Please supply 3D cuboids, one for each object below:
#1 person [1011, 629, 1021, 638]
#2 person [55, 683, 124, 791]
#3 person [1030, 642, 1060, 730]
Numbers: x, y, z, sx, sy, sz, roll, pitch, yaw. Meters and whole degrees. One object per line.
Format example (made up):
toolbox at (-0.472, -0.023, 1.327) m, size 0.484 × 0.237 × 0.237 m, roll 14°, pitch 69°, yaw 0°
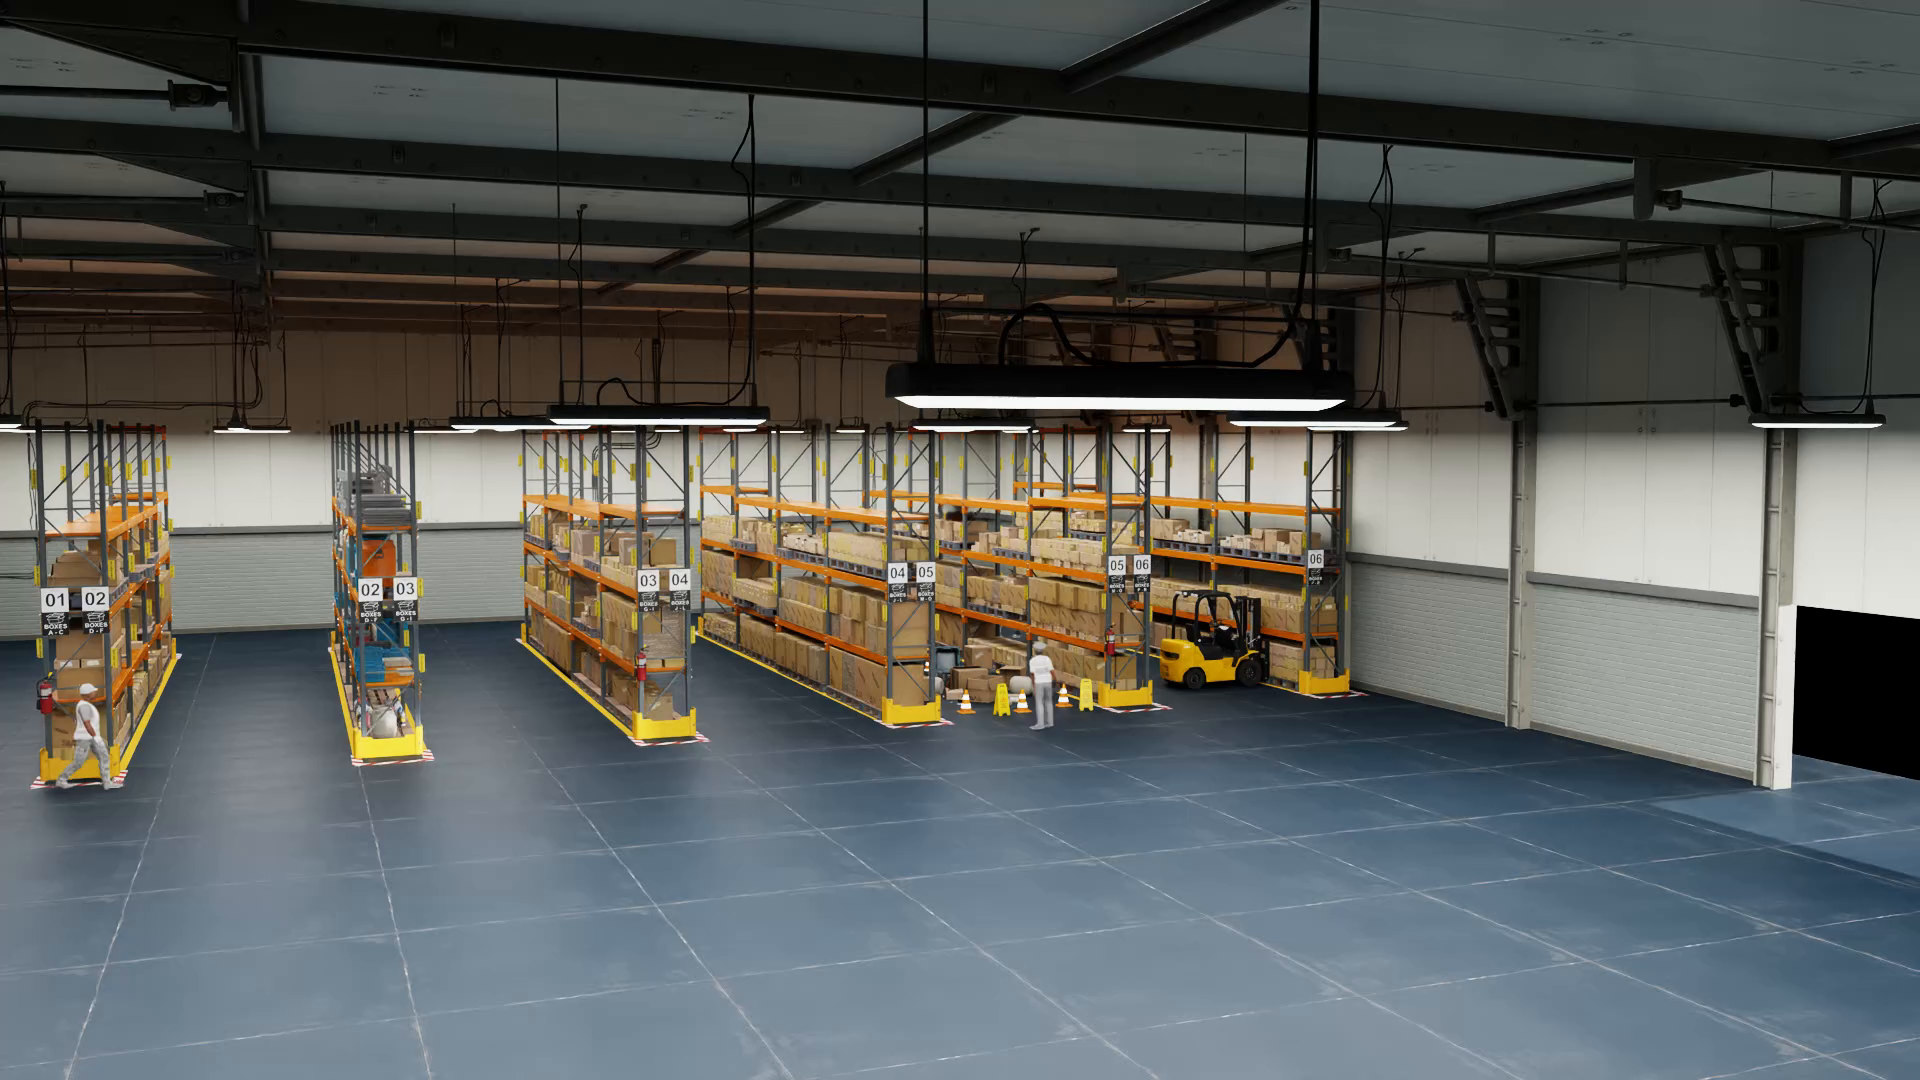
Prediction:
person at (1.537, 1.915, 46.096) m, size 0.338 × 1.590 × 0.463 m, roll -1°, pitch 4°, yaw -14°
person at (-14.044, 3.185, 26.770) m, size 0.996 × 1.751 × 0.511 m, roll 0°, pitch 4°, yaw 0°
person at (1.652, 2.849, 32.485) m, size 0.654 × 1.702 × 0.441 m, roll -1°, pitch 4°, yaw -16°
